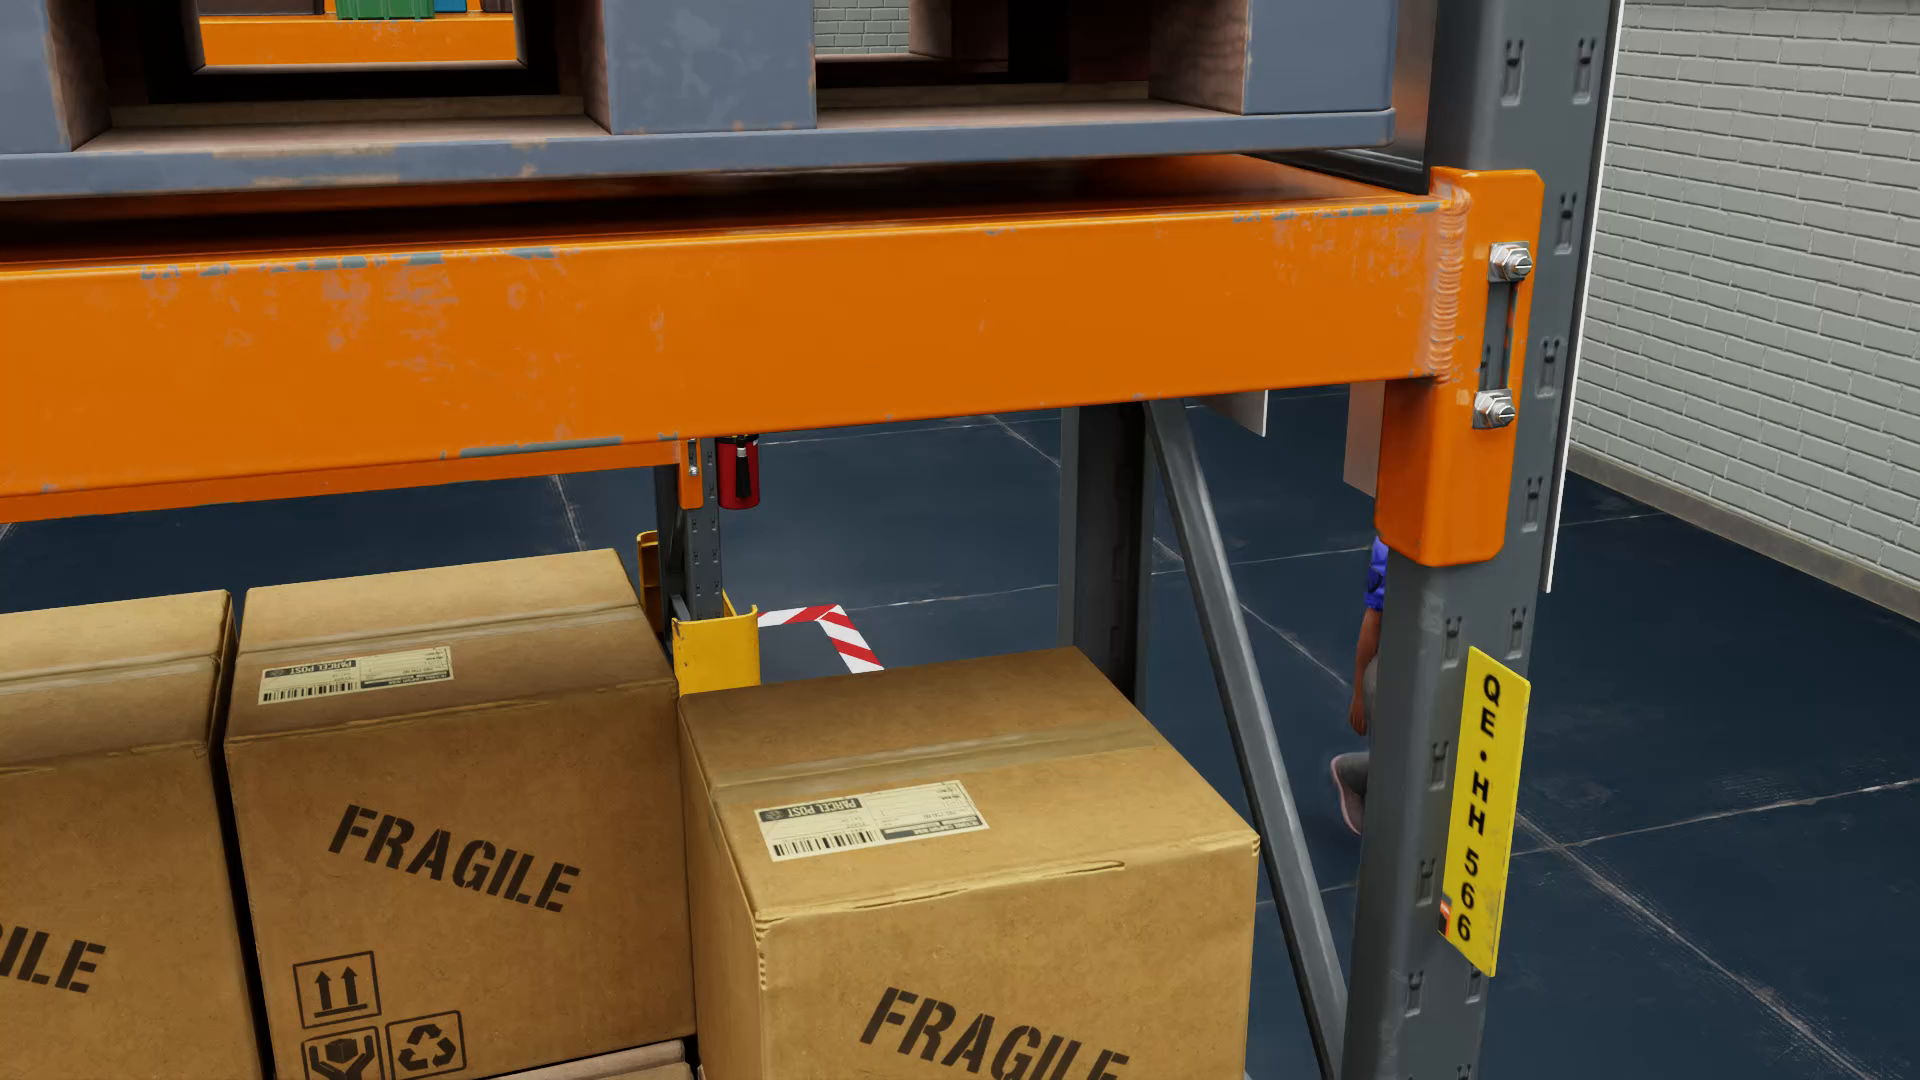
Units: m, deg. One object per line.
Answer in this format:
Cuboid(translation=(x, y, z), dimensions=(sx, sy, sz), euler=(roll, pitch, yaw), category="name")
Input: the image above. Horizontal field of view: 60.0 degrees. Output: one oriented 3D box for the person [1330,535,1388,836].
Cuboid(translation=(1.443, 0.420, 5.371), dimensions=(0.453, 1.609, 0.863), euler=(-7, 21, -20), category="person")
